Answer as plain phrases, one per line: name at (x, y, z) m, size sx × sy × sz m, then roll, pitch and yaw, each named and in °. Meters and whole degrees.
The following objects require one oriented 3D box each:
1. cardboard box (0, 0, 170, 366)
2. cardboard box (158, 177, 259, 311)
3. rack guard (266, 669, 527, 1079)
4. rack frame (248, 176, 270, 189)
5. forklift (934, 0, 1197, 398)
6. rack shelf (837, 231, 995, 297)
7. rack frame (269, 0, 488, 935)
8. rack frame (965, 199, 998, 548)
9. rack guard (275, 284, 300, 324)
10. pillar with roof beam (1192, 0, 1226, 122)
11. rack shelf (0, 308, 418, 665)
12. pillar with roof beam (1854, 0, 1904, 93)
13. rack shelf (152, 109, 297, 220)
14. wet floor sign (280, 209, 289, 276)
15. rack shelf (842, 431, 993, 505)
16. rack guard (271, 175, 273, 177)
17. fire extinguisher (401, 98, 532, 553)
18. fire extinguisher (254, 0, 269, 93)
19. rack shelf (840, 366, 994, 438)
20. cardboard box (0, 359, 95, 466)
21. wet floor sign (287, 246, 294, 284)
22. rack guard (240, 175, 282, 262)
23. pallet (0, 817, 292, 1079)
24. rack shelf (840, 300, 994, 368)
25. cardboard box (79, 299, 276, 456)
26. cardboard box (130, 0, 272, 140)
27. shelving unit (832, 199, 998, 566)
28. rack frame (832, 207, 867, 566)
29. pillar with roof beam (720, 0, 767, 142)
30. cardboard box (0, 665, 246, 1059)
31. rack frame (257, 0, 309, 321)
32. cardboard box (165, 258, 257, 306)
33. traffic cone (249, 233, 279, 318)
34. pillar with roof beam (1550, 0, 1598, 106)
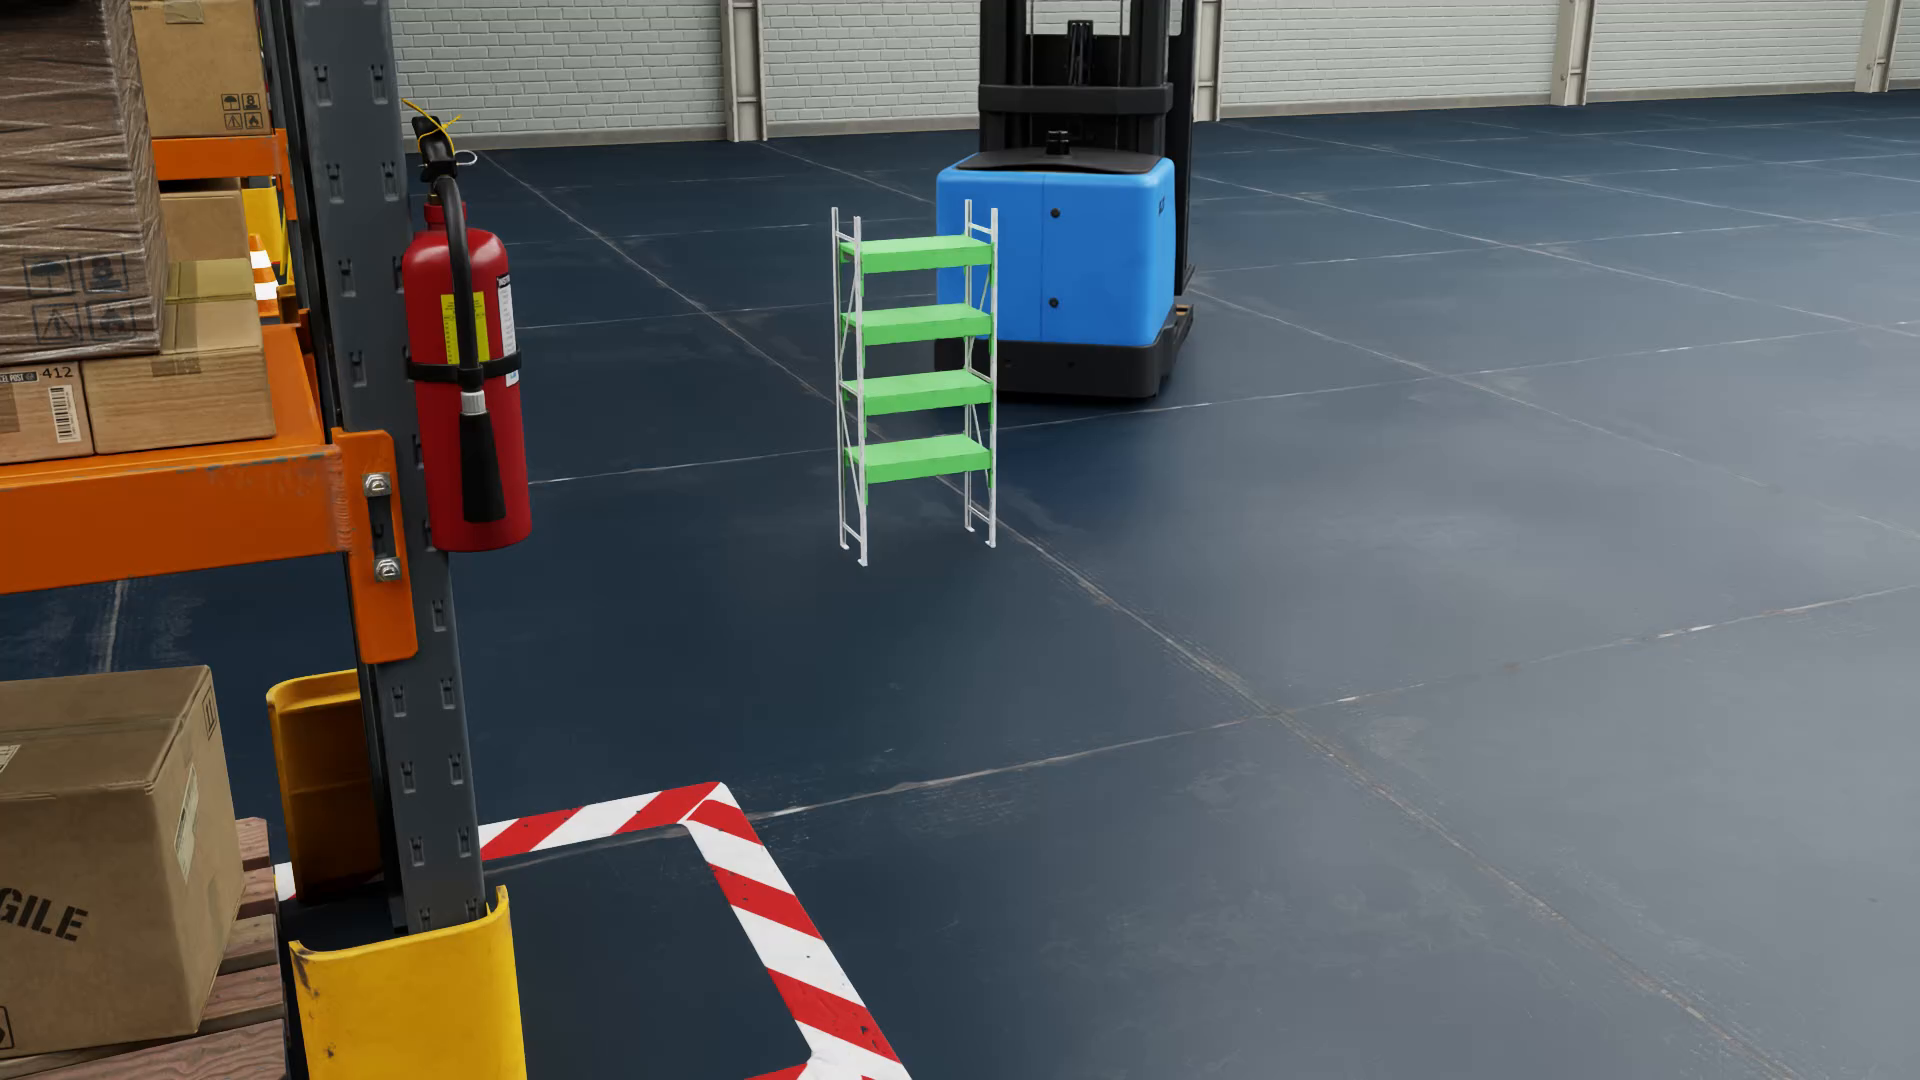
cardboard box at (-1.572, -0.609, 2.637) m, size 0.500 × 0.500 × 0.875 m, roll -8°, pitch 21°, yaw -22°
cardboard box at (-3.524, -1.098, 7.191) m, size 0.875 × 0.875 × 0.875 m, roll -8°, pitch 21°, yaw -22°
rack guard at (-1.126, 0.704, 3.271) m, size 0.348 × 0.500 × 1.175 m, roll -8°, pitch 21°, yaw -22°
rack frame at (-4.981, -3.508, 11.467) m, size 0.127 × 3.000 × 1.000 m, roll -8°, pitch 21°, yaw -22°
forklift at (0.694, -2.490, 8.680) m, size 1.130 × 2.935 × 3.031 m, roll 4°, pitch 20°, yaw 12°
rack shelf at (-0.152, -0.937, 5.623) m, size 0.480 × 0.148 × 0.258 m, roll -8°, pitch 21°, yaw -22°
rack frame at (-1.056, -0.486, 2.884) m, size 0.127 × 3.000 × 1.000 m, roll -8°, pitch 21°, yaw -22°
rack frame at (0.072, -0.576, 5.852) m, size 0.015 × 1.200 × 0.240 m, roll -8°, pitch 21°, yaw -22°
rack guard at (-2.906, -0.835, 7.642) m, size 0.348 × 0.500 × 1.175 m, roll -8°, pitch 21°, yaw -22°
pillar with roof beam at (4.776, -8.300, 16.044) m, size 0.400 × 9.000 × 9.100 m, roll -8°, pitch 21°, yaw -22°
rack shelf at (-2.892, 0.117, 2.257) m, size 4.000 × 0.370 × 1.077 m, roll -8°, pitch 21°, yaw -22°
pillar with roof beam at (15.795, -9.878, 20.527) m, size 0.400 × 9.000 × 9.100 m, roll -8°, pitch 21°, yaw -22°
rack shelf at (-4.764, -1.409, 6.590) m, size 4.000 × 0.370 × 1.077 m, roll -8°, pitch 21°, yaw -22°
wet floor sign at (-4.383, -2.096, 11.003) m, size 0.232 × 0.644 × 0.267 m, roll -1°, pitch 19°, yaw -3°
rack shelf at (-0.152, -0.258, 5.862) m, size 0.480 × 0.148 × 0.258 m, roll -8°, pitch 21°, yaw -22°
rack guard at (-6.929, -3.845, 16.189) m, size 0.348 × 0.500 × 1.175 m, roll -8°, pitch 21°, yaw -22°
fire extinguisher at (-0.768, -0.324, 2.541) m, size 0.183 × 0.674 × 0.296 m, roll -8°, pitch 21°, yaw -22°
fire extinguisher at (-4.694, -3.346, 11.124) m, size 0.183 × 0.674 × 0.296 m, roll -8°, pitch 21°, yaw -22°
rack shelf at (-0.152, -0.484, 5.782) m, size 0.480 × 0.148 × 0.258 m, roll -8°, pitch 21°, yaw -22°
cardboard box at (-1.466, -0.234, 2.548) m, size 0.250 × 0.149 × 0.380 m, roll -8°, pitch 21°, yaw -22°
wet floor sign at (-3.686, -1.508, 9.335) m, size 0.232 × 0.644 × 0.267 m, roll -12°, pitch 23°, yaw -31°
rack guard at (-5.051, -2.319, 11.854) m, size 0.348 × 0.500 × 1.175 m, roll -8°, pitch 21°, yaw -22°
pallet at (-1.886, 0.936, 3.046) m, size 1.213 × 0.211 × 1.003 m, roll -8°, pitch 21°, yaw -22°
rack shelf at (-0.152, -0.710, 5.702) m, size 0.480 × 0.148 × 0.258 m, roll -8°, pitch 21°, yaw -22°
cardboard box at (-1.236, -0.267, 2.641) m, size 0.250 × 0.149 × 0.380 m, roll -8°, pitch 21°, yaw -22°
cardboard box at (-3.251, -2.019, 7.015) m, size 0.550 × 0.550 × 0.875 m, roll -8°, pitch 21°, yaw -22°
shelving unit at (-0.152, -0.544, 5.761) m, size 0.503 × 1.200 × 0.258 m, roll -8°, pitch 21°, yaw -22°
rack frame at (-0.376, -0.512, 5.670) m, size 0.015 × 1.200 × 0.240 m, roll -8°, pitch 21°, yaw -22°
pillar with roof beam at (-0.733, -7.510, 13.802) m, size 0.400 × 9.000 × 9.100 m, roll -8°, pitch 21°, yaw -22°
cardboard box at (-1.636, 0.572, 3.011) m, size 0.500 × 0.500 × 0.500 m, roll -4°, pitch 20°, yaw -12°
rack frame at (-2.928, -2.011, 7.218) m, size 0.127 × 3.000 × 1.000 m, roll -8°, pitch 21°, yaw -22°
cardboard box at (-1.412, -0.402, 3.026) m, size 0.250 × 0.149 × 0.380 m, roll -8°, pitch 21°, yaw -22°
traffic cone at (-4.113, -1.567, 9.776) m, size 0.334 × 0.463 × 0.336 m, roll -8°, pitch 21°, yaw -22°
pillar with roof beam at (10.286, -9.089, 18.286) m, size 0.400 × 9.000 × 9.100 m, roll -8°, pitch 21°, yaw -22°
